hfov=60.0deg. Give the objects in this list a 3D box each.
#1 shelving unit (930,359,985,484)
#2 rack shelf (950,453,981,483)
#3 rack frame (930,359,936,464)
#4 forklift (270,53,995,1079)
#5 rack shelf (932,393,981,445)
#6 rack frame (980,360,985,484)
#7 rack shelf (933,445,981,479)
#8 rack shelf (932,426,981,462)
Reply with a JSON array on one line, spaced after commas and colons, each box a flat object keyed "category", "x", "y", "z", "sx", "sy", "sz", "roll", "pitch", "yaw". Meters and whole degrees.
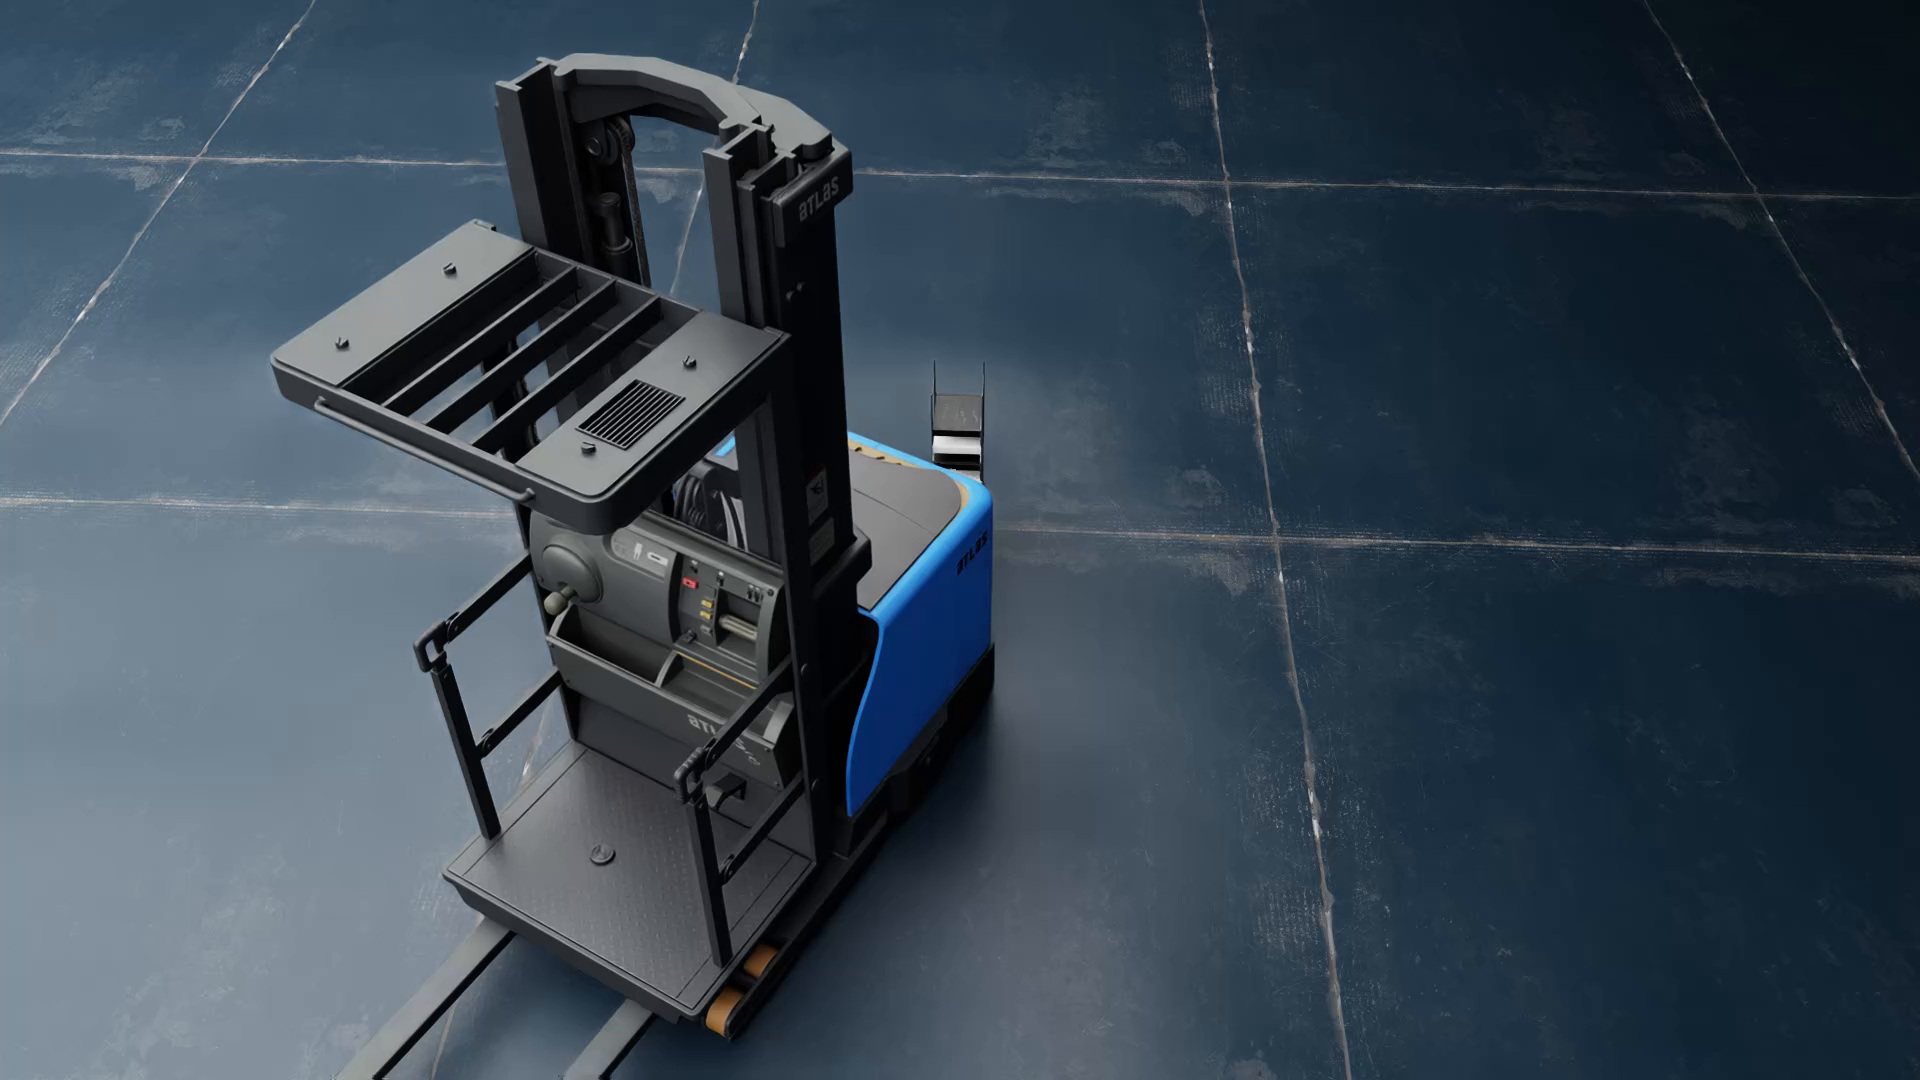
[{"category": "shelving unit", "x": -0.008, "y": -0.330, "z": 7.029, "sx": 0.210, "sy": 0.900, "sz": 0.258, "roll": 2, "pitch": 43, "yaw": 2}, {"category": "rack shelf", "x": -0.008, "y": -0.305, "z": 7.052, "sx": 0.200, "sy": 0.077, "sz": 0.258, "roll": 2, "pitch": 43, "yaw": 2}, {"category": "rack frame", "x": -0.110, "y": -0.333, "z": 7.032, "sx": 0.006, "sy": 0.900, "sz": 0.240, "roll": 2, "pitch": 43, "yaw": 2}, {"category": "forklift", "x": -1.052, "y": 0.217, "z": 4.952, "sx": 1.130, "sy": 2.935, "sz": 3.031, "roll": 22, "pitch": 47, "yaw": 22}, {"category": "rack shelf", "x": -0.008, "y": -0.503, "z": 6.868, "sx": 0.200, "sy": 0.077, "sz": 0.258, "roll": 2, "pitch": 43, "yaw": 2}, {"category": "rack frame", "x": 0.093, "y": -0.326, "z": 7.026, "sx": 0.006, "sy": 0.900, "sz": 0.240, "roll": 2, "pitch": 43, "yaw": 2}, {"category": "rack shelf", "x": -0.008, "y": -0.371, "z": 6.990, "sx": 0.200, "sy": 0.077, "sz": 0.258, "roll": 2, "pitch": 43, "yaw": 2}, {"category": "rack shelf", "x": -0.008, "y": -0.437, "z": 6.929, "sx": 0.200, "sy": 0.077, "sz": 0.258, "roll": 2, "pitch": 43, "yaw": 2}]
